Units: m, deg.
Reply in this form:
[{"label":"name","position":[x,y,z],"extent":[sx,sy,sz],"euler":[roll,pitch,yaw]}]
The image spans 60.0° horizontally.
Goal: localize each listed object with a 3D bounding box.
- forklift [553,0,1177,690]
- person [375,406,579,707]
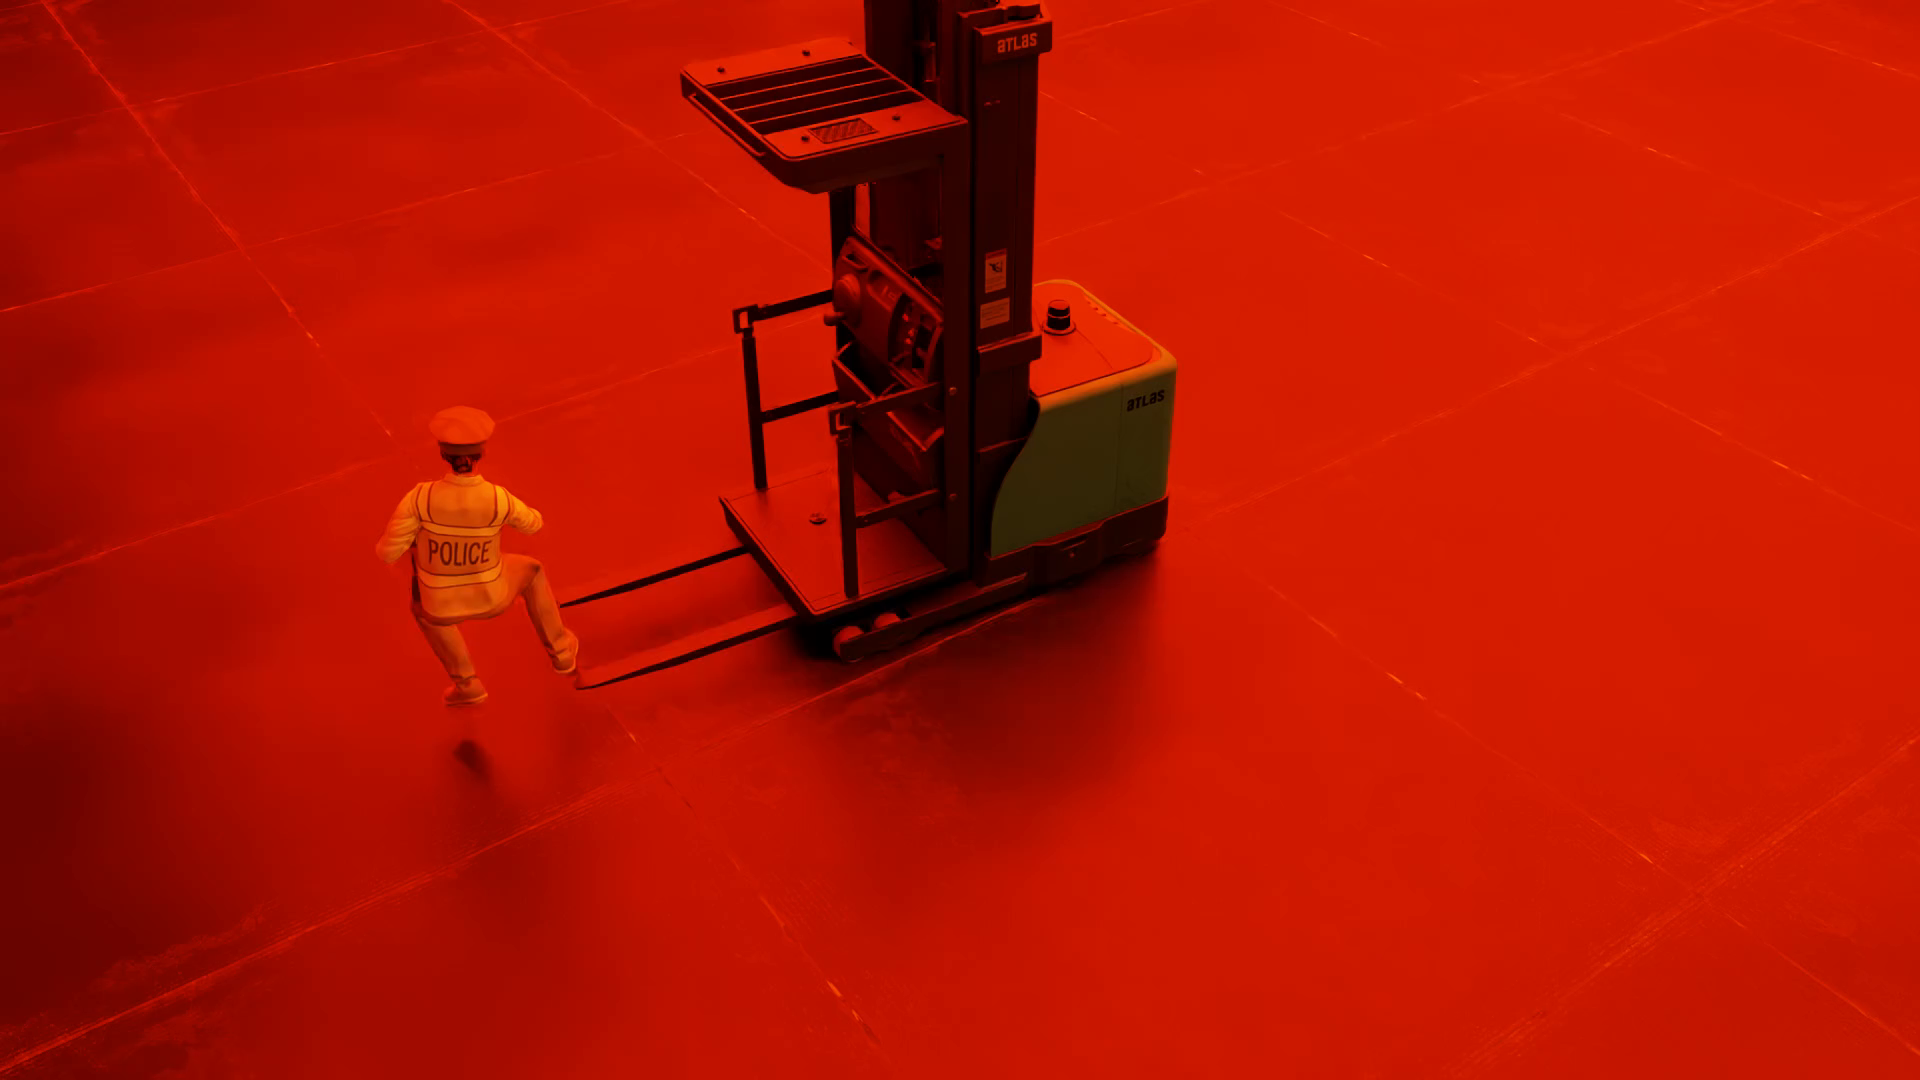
[{"label":"forklift","position":[-0.503,-0.976,7.264],"extent":[3.031,2.935,1.130],"euler":[-19,40,-24]},{"label":"person","position":[-2.020,0.072,6.911],"extent":[0.713,1.469,0.620],"euler":[-11,38,-14]}]
